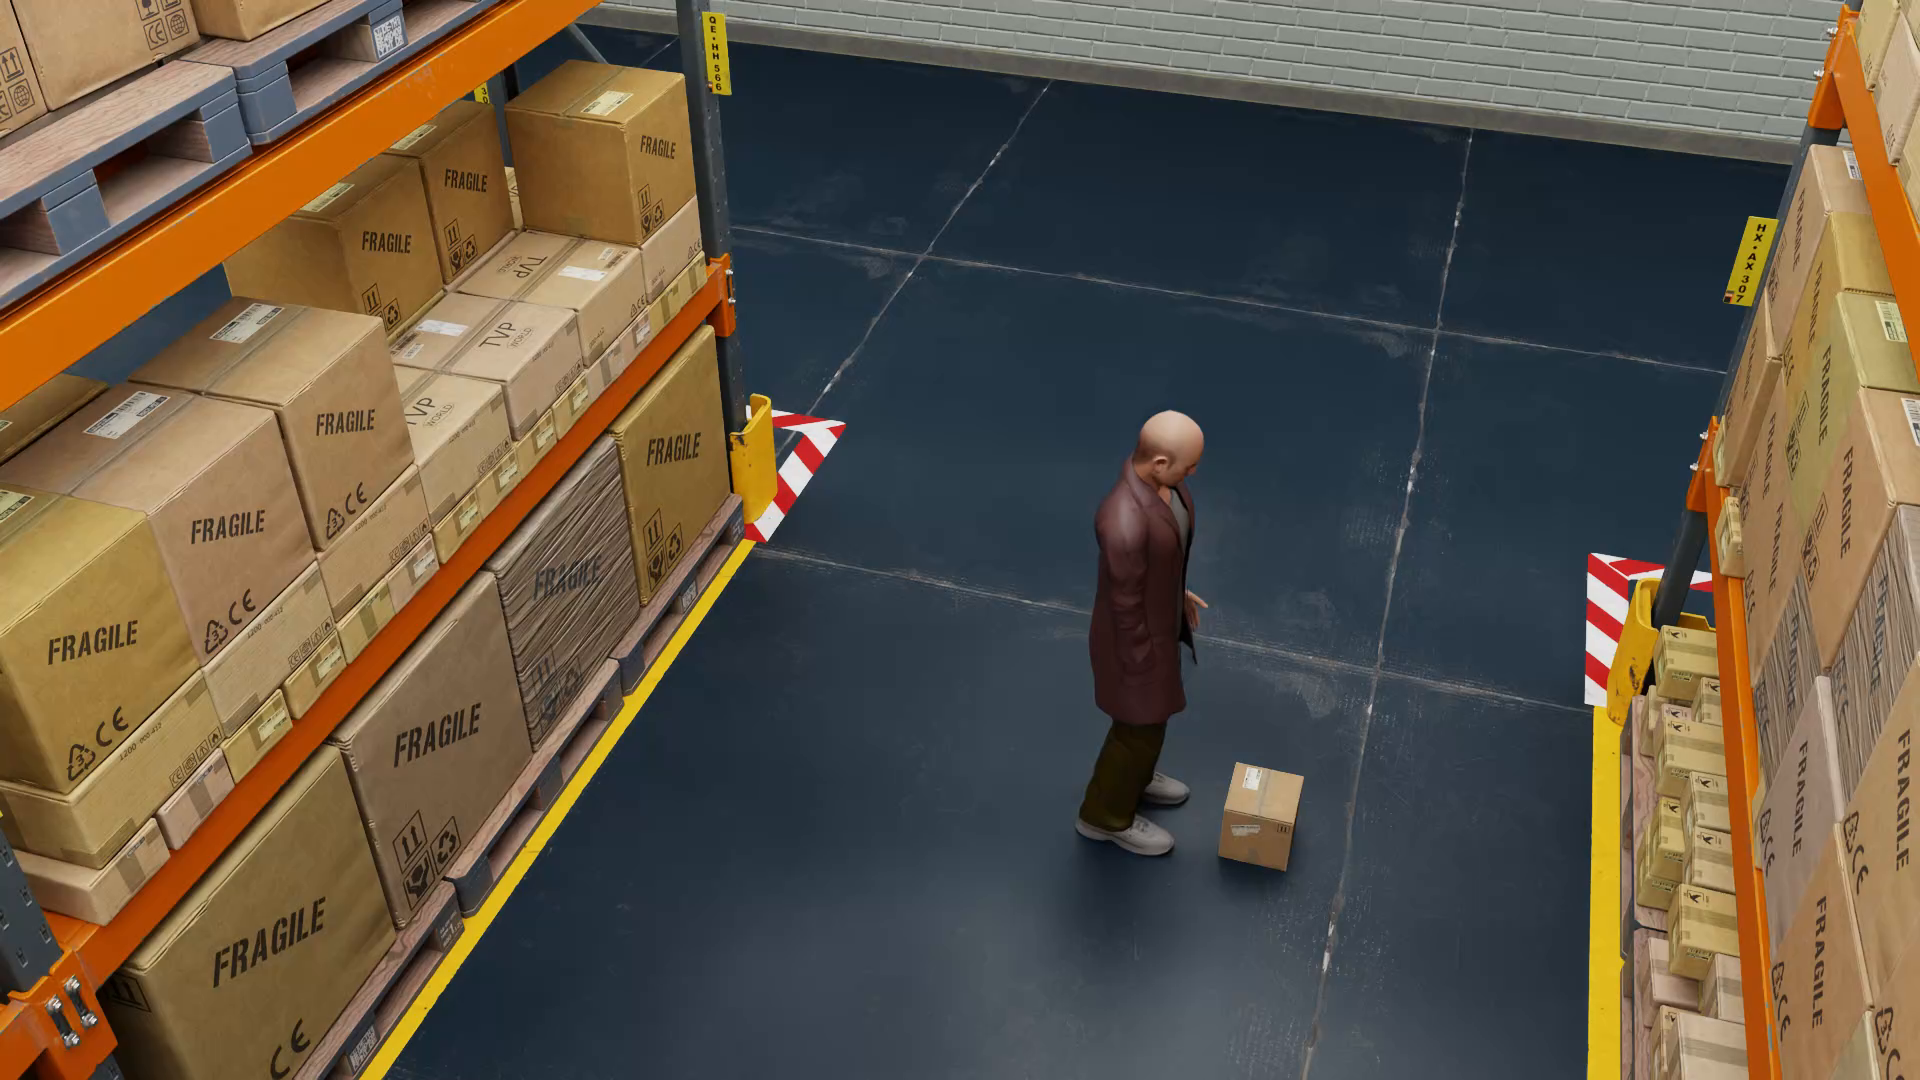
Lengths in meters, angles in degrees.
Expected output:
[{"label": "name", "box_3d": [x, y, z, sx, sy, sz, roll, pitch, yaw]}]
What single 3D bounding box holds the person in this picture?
[{"label": "person", "box_3d": [0.656, 0.313, 5.760, 0.382, 1.761, 0.569, 11, 38, 15]}]
